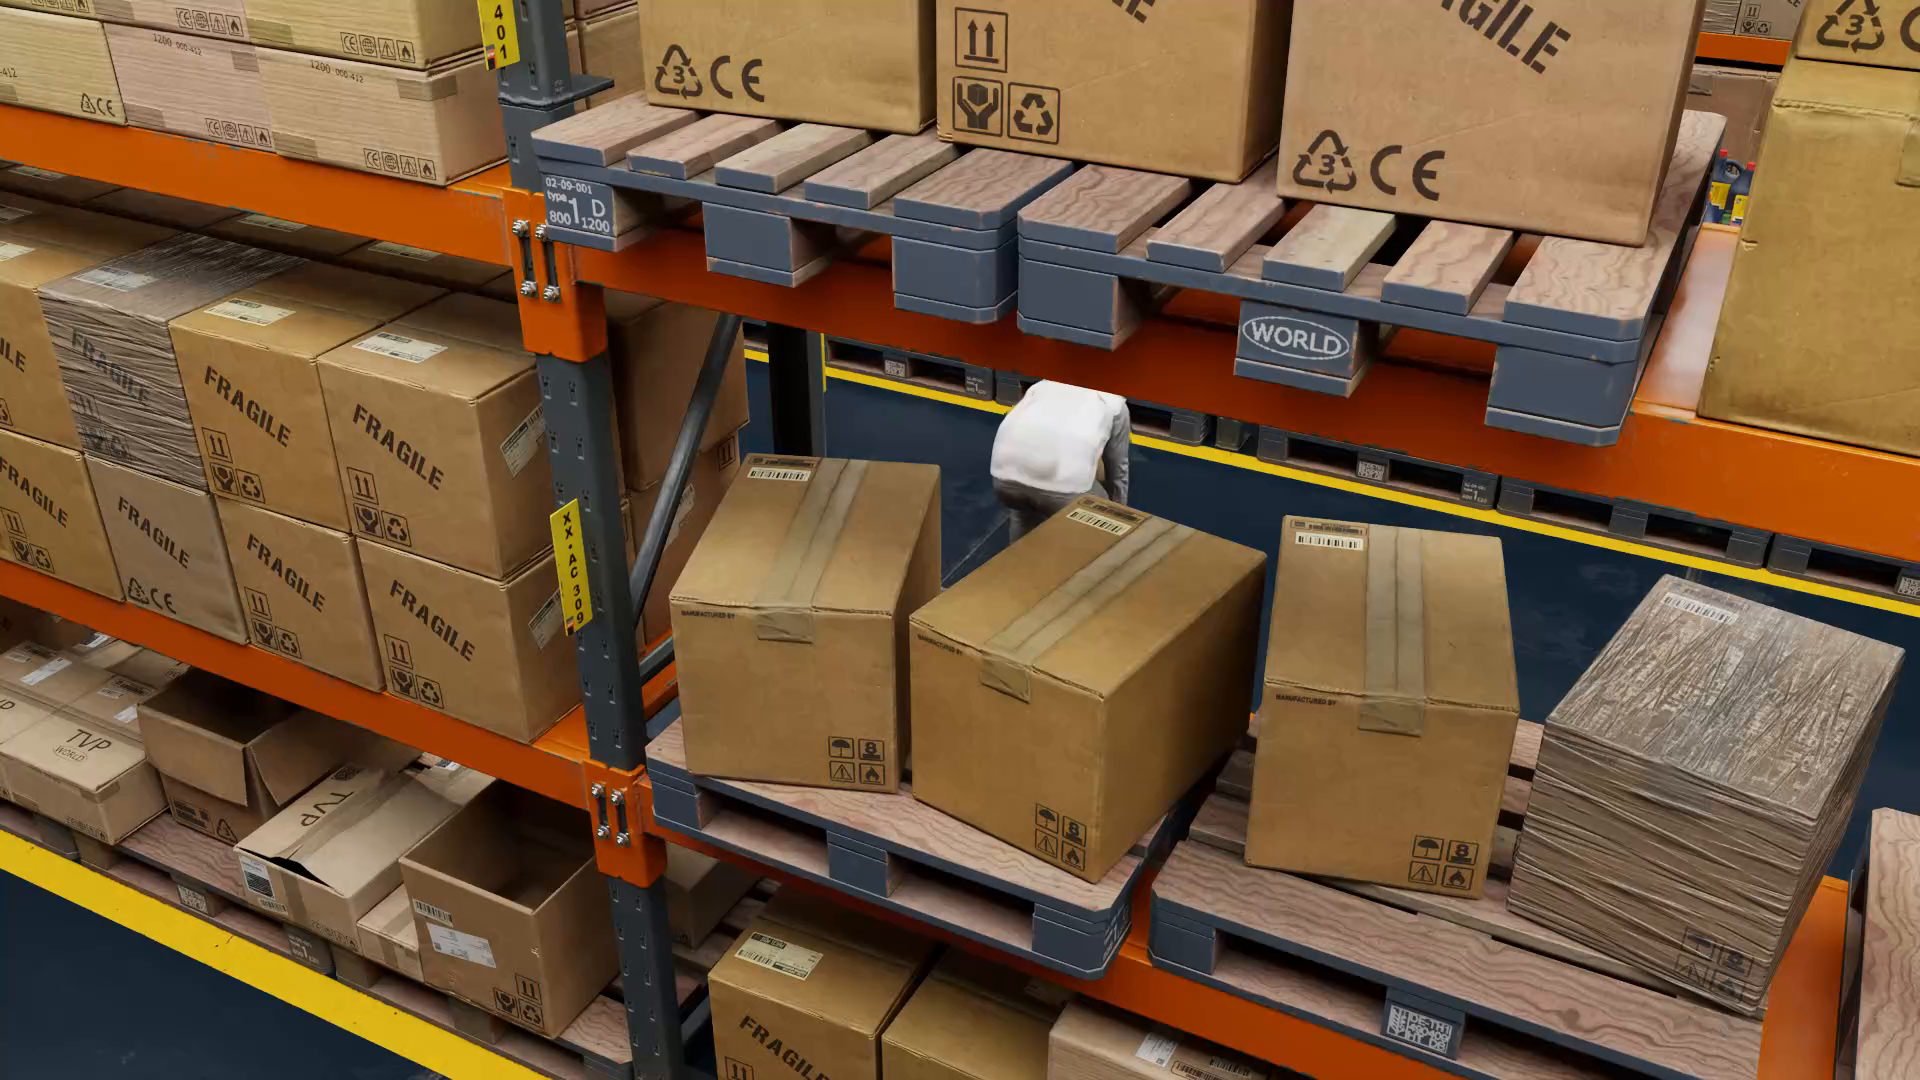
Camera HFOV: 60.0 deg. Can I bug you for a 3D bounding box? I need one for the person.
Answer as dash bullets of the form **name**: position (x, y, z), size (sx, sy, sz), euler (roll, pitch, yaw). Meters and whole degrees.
- **person**: position (0.424, -0.196, 7.112), size (0.494, 0.989, 0.772), euler (13, 32, 21)
